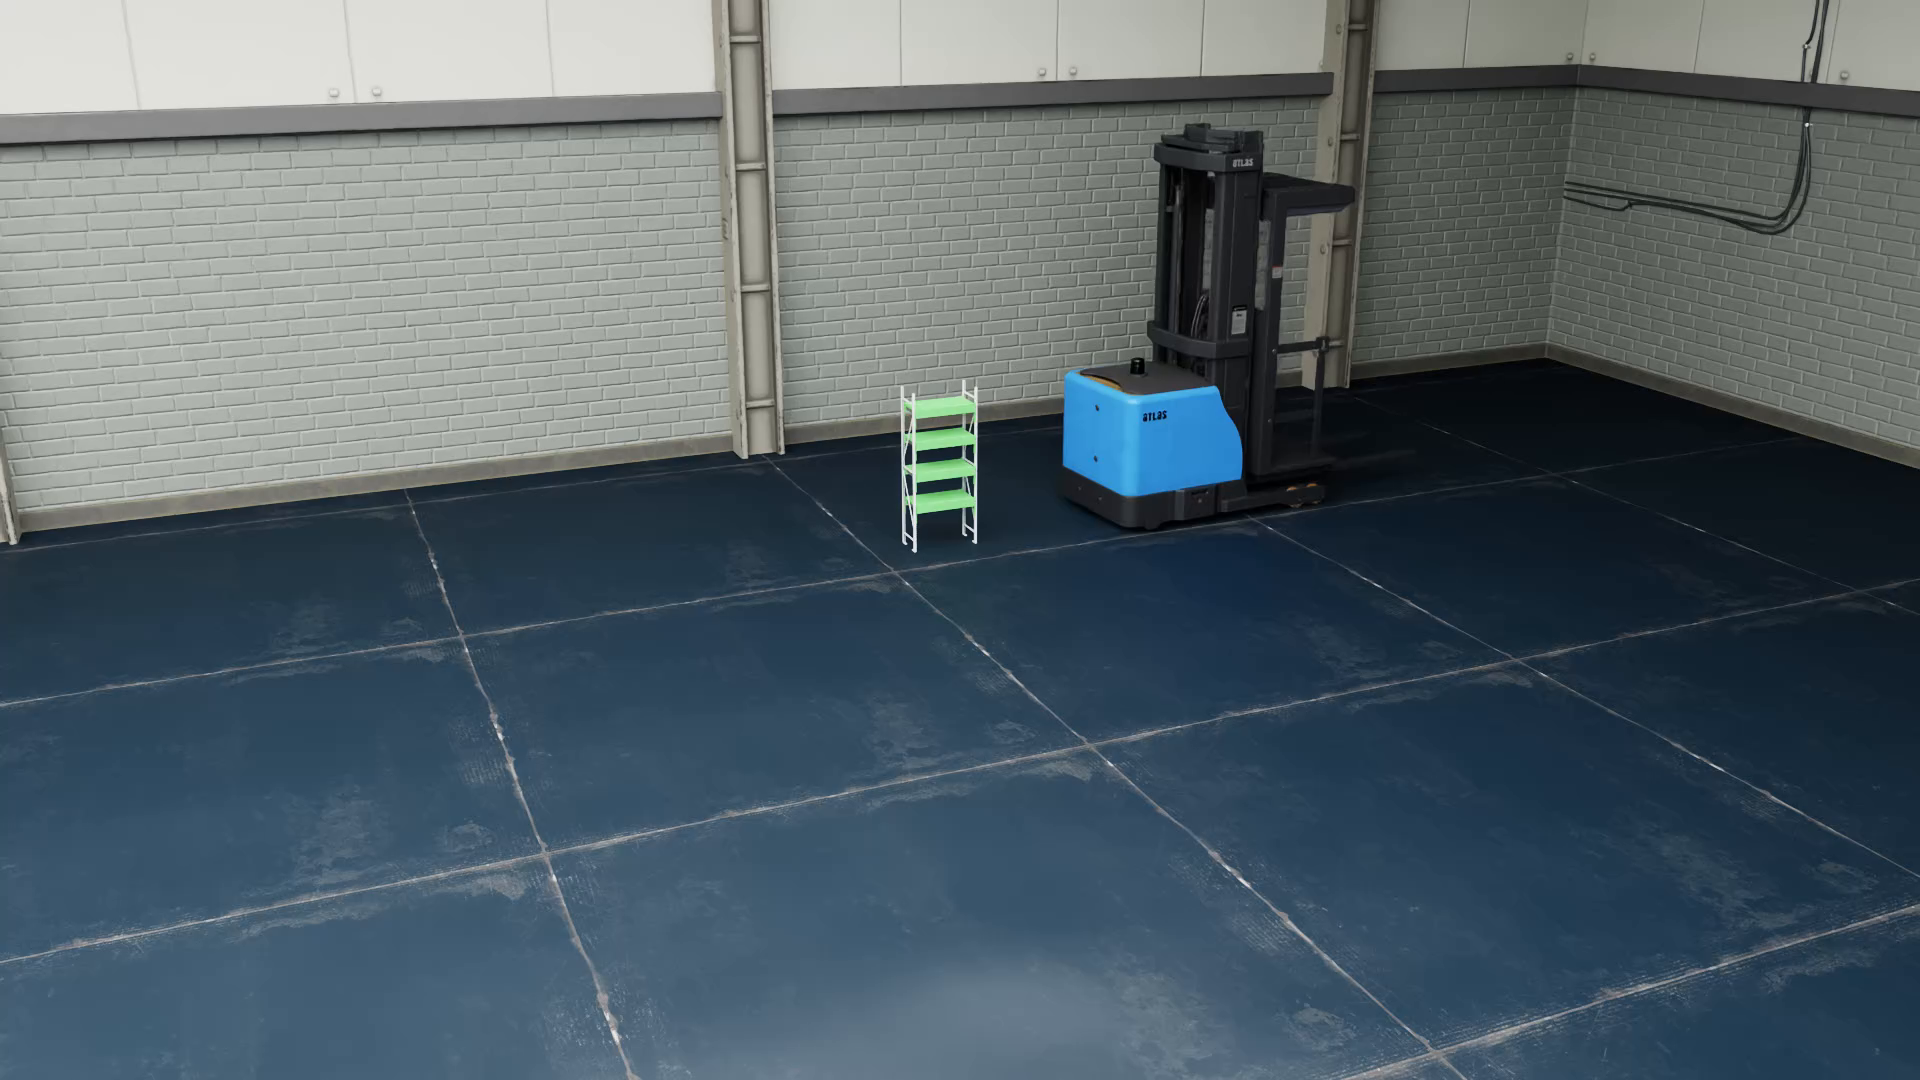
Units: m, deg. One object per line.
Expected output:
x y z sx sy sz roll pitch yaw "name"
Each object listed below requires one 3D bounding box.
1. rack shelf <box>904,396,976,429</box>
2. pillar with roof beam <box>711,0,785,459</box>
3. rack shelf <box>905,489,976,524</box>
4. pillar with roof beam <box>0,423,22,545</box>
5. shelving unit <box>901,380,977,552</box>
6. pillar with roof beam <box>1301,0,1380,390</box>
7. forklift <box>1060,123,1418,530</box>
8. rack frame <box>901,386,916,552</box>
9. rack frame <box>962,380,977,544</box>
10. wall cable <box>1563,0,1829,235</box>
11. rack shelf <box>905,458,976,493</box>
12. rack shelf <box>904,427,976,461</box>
-0.152 -0.937 12.123 0.480 0.148 0.258 -8 21 -22 "rack shelf"
-0.078 -3.715 9.522 0.400 9.000 9.100 -8 21 -22 "pillar with roof beam"
-0.152 -0.258 12.362 0.480 0.148 0.258 -8 21 -22 "rack shelf"
-5.588 -2.925 7.280 0.400 9.000 9.100 -8 21 -22 "pillar with roof beam"
-0.152 -0.544 12.261 0.503 1.200 0.258 -8 21 -22 "shelving unit"
5.431 -4.504 11.764 0.400 9.000 9.100 -8 21 -22 "pillar with roof beam"
2.356 -1.783 13.174 3.031 2.935 1.130 -10 22 -26 "forklift"
-0.376 -0.512 12.170 0.015 1.200 0.240 -8 21 -22 "rack frame"
0.072 -0.576 12.352 0.015 1.200 0.240 -8 21 -22 "rack frame"
6.955 -4.336 15.964 0.112 2.526 3.097 -8 21 -22 "wall cable"
-0.152 -0.484 12.282 0.480 0.148 0.258 -8 21 -22 "rack shelf"
-0.152 -0.710 12.202 0.480 0.148 0.258 -8 21 -22 "rack shelf"
